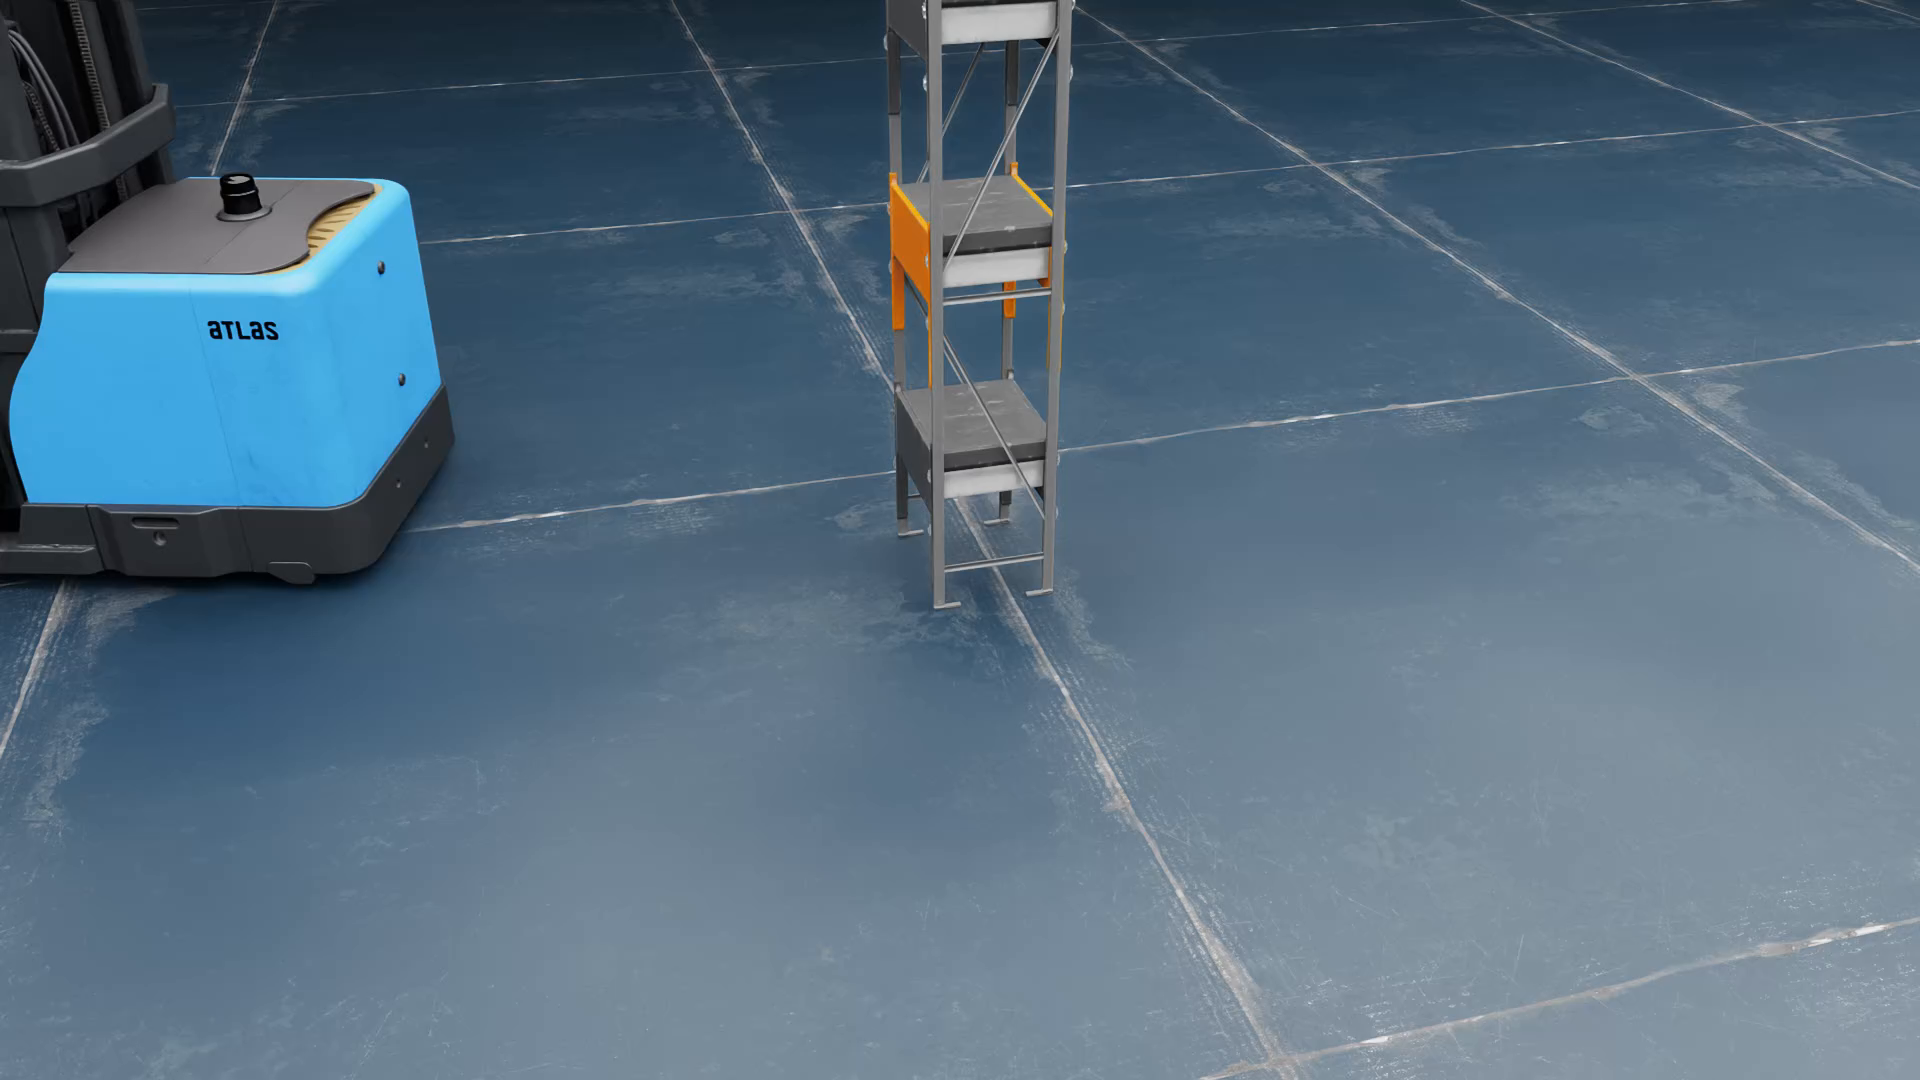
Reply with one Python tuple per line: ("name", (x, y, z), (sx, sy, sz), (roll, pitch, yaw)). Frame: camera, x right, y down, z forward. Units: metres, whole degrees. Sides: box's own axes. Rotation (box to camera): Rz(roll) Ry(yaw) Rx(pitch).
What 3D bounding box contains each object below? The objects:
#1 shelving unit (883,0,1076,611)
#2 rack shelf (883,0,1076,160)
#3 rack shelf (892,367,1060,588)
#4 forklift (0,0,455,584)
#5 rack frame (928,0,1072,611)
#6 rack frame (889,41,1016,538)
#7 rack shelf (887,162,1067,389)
("shelving unit", (0.044, -0.829, 5.086), (0.431, 2.100, 0.503), (-8, 31, -13))
("rack shelf", (0.044, -1.423, 4.742), (0.431, 0.518, 0.480), (-8, 31, -13))
("rack shelf", (0.044, -0.211, 5.443), (0.431, 0.518, 0.480), (-8, 31, -13))
("forklift", (-3.423, -1.382, 5.211), (3.031, 2.935, 1.130), (1, 30, 2))
("rack frame", (0.109, -0.711, 4.882), (0.400, 2.100, 0.015), (-8, 31, -13))
("rack frame", (-0.021, -0.947, 5.289), (0.400, 2.100, 0.015), (-8, 31, -13))
("rack shelf", (0.044, -0.817, 5.093), (0.431, 0.518, 0.480), (-8, 31, -13))
